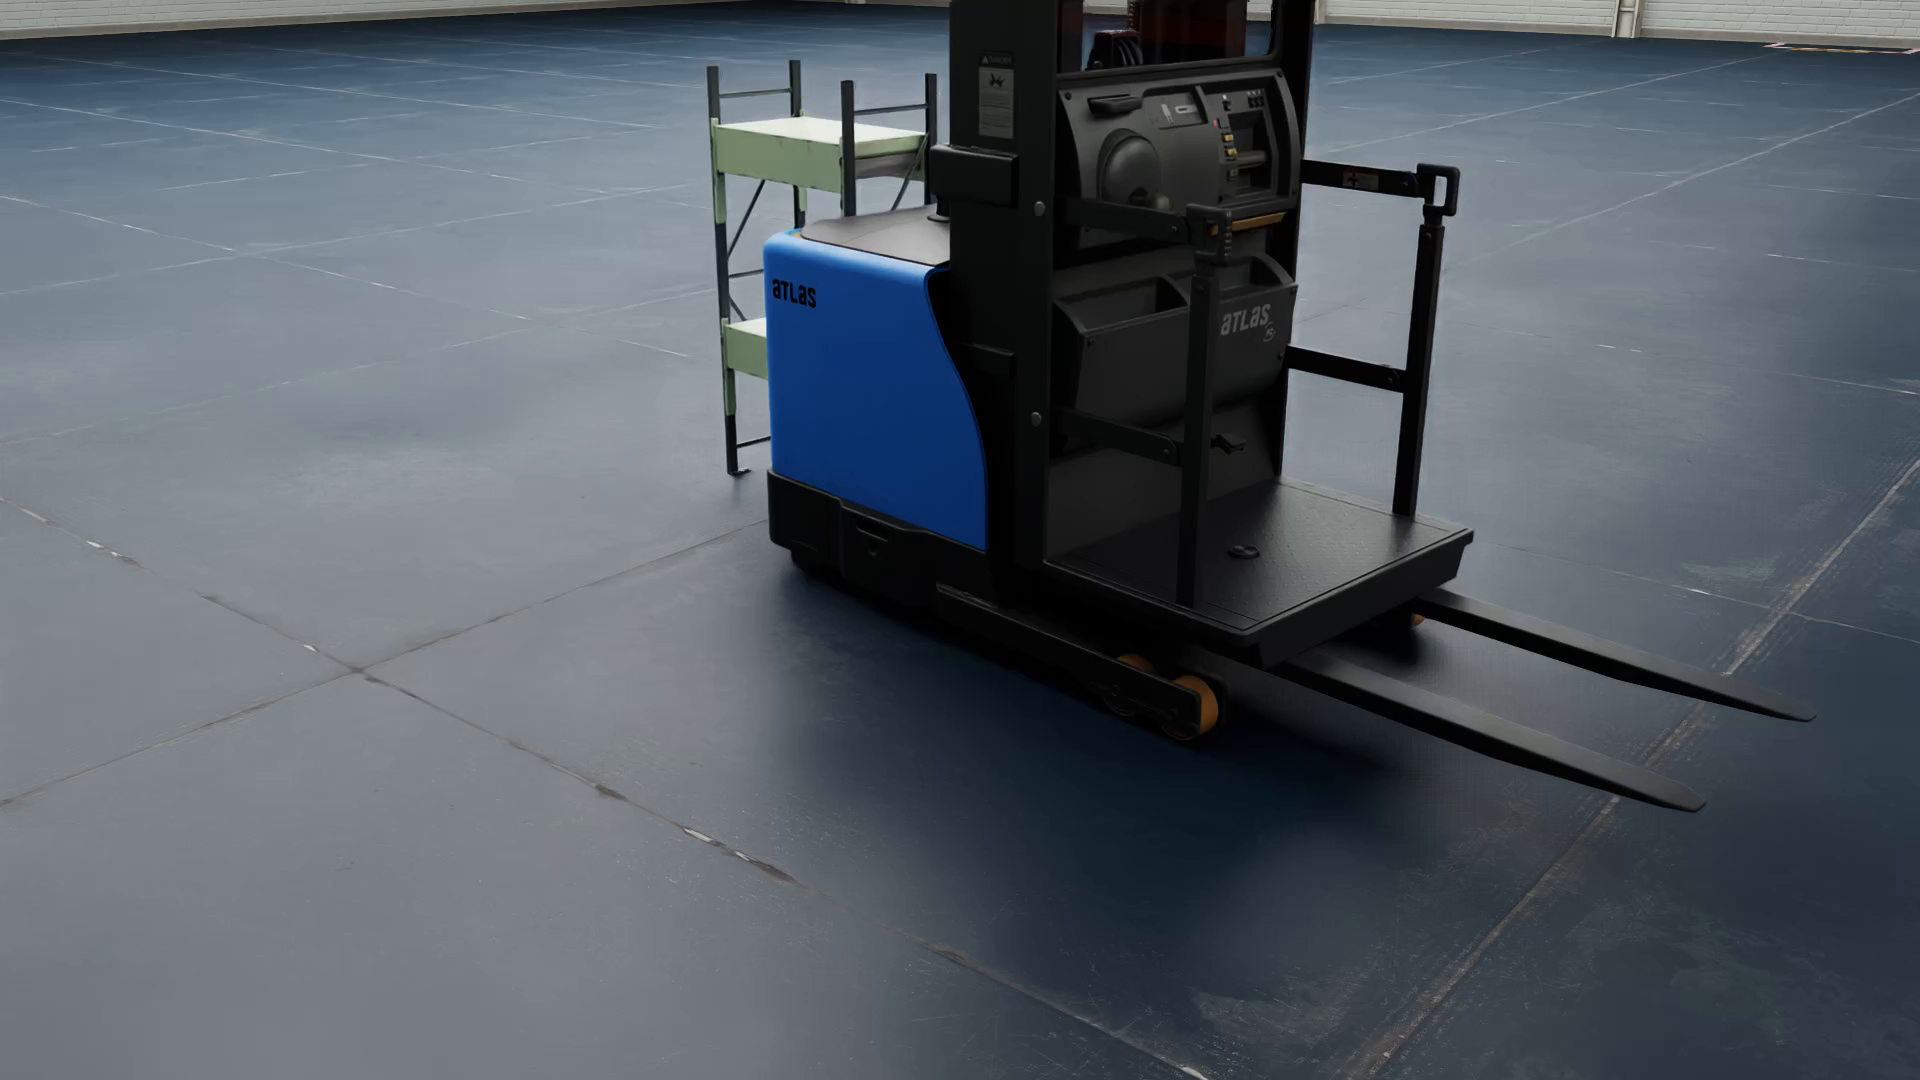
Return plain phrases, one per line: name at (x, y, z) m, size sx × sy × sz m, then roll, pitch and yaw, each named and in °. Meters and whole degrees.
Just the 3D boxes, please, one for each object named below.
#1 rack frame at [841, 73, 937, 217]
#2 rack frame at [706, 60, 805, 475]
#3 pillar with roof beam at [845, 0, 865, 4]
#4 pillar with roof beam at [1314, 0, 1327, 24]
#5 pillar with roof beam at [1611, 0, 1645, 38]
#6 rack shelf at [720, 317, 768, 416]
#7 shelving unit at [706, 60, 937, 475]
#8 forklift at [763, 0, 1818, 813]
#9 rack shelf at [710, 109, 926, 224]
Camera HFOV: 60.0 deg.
rack frame at (-0.229, -0.812, 5.695) m, size 0.400 × 1.500 × 0.023 m, roll -19°, pitch 28°, yaw -40°
rack frame at (-0.734, -0.998, 6.190) m, size 0.400 × 1.500 × 0.023 m, roll -19°, pitch 28°, yaw -40°
pillar with roof beam at (-5.191, -15.724, 34.611) m, size 0.400 × 9.000 × 9.100 m, roll 16°, pitch 26°, yaw 36°
pillar with roof beam at (4.105, -13.047, 27.512) m, size 0.400 × 9.000 × 9.100 m, roll 16°, pitch 26°, yaw 36°
pillar with roof beam at (8.754, -11.708, 23.962) m, size 0.400 × 9.000 × 9.100 m, roll 16°, pitch 26°, yaw 36°
rack shelf at (-0.481, -0.600, 6.058) m, size 0.431 × 0.370 × 0.720 m, roll -19°, pitch 28°, yaw -40°
shelving unit at (-0.481, -0.905, 5.943) m, size 0.431 × 1.500 × 0.755 m, roll -19°, pitch 28°, yaw -40°
forklift at (0.753, -1.058, 4.319) m, size 1.130 × 2.935 × 3.031 m, roll -19°, pitch 28°, yaw -40°
rack shelf at (-0.481, -1.270, 5.805) m, size 0.431 × 0.370 × 0.720 m, roll -19°, pitch 28°, yaw -40°
